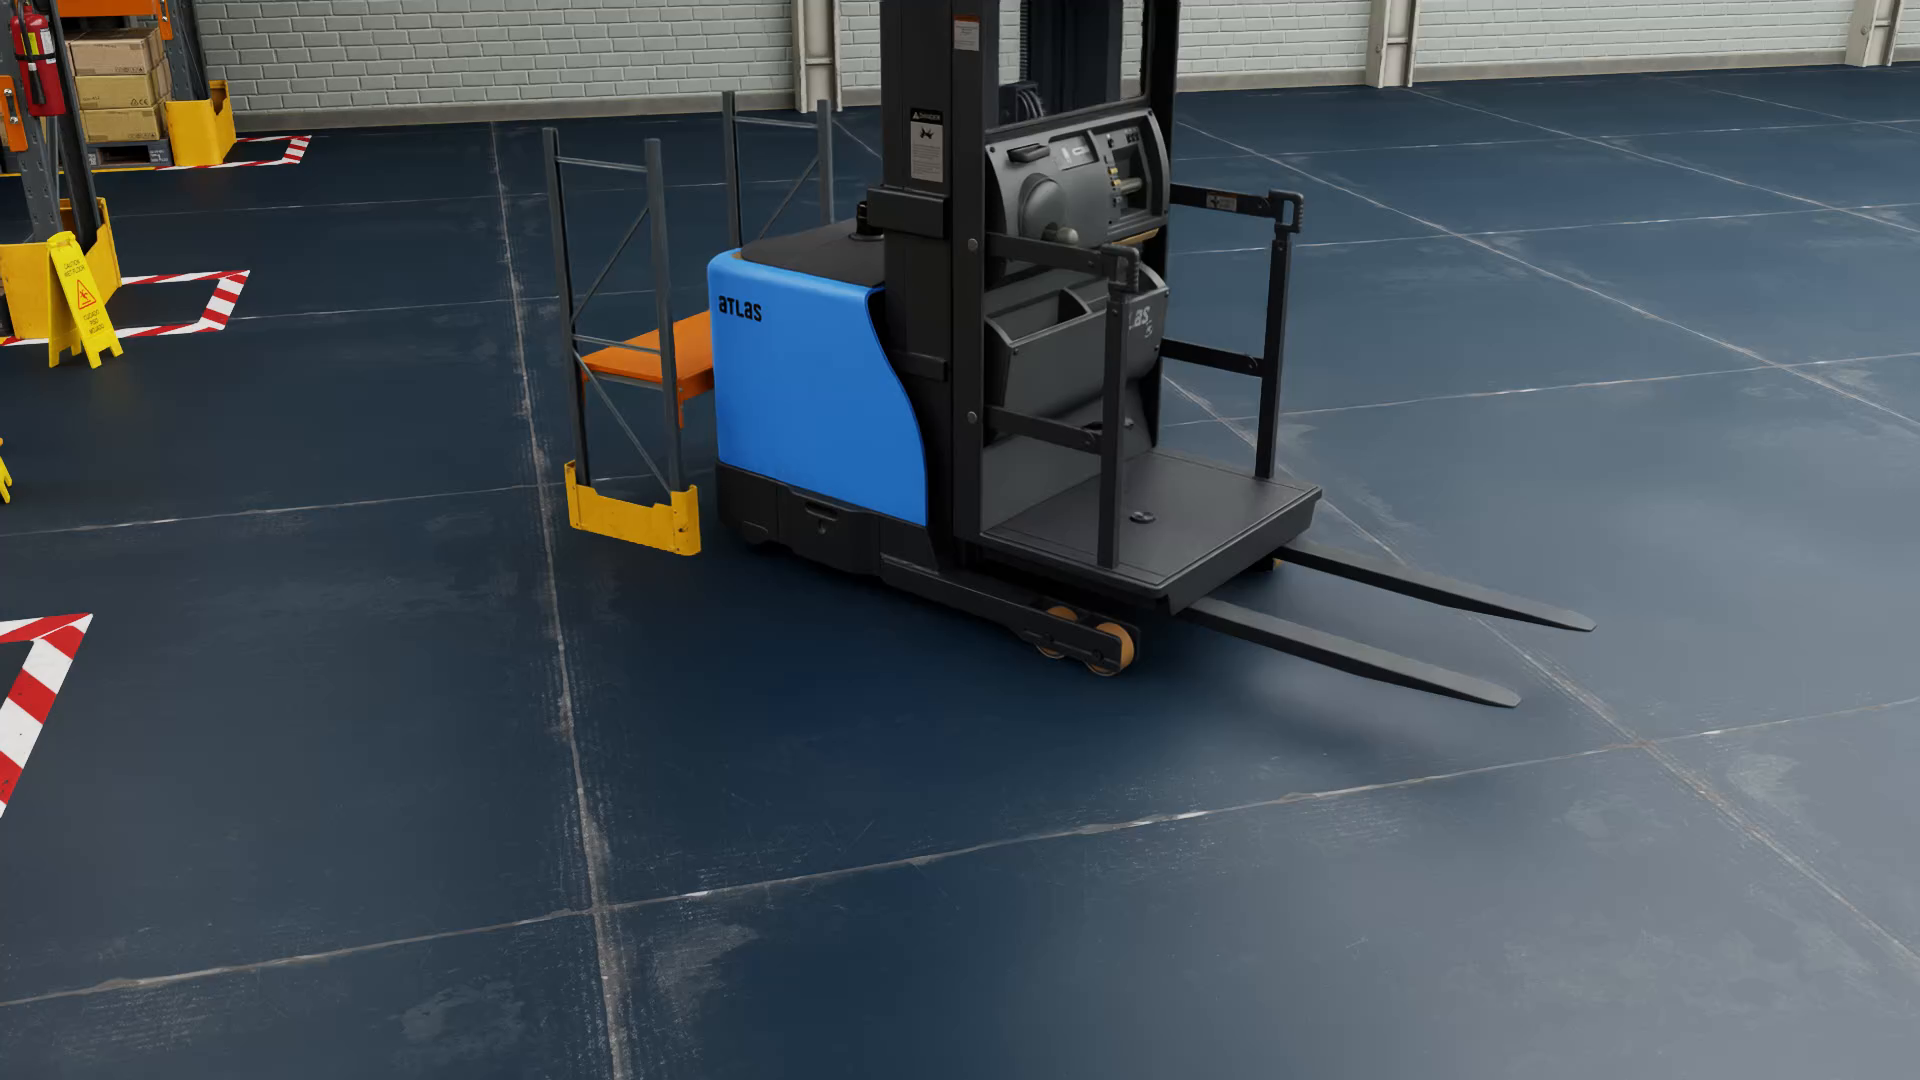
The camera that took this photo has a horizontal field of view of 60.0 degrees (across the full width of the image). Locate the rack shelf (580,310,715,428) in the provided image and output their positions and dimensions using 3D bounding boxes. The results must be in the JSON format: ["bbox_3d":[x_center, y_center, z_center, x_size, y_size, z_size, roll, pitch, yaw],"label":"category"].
[{"bbox_3d":[-0.973,-0.706,6.448,0.538,0.185,1.000,13,26,27],"label":"rack shelf"}]

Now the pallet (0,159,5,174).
[{"bbox_3d":[-8.100,-3.043,13.074,1.213,0.211,1.003,-6,24,-14],"label":"pallet"}]

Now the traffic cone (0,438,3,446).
[{"bbox_3d":[-4.297,-0.580,7.014,0.334,0.463,0.336,-6,24,-14],"label":"traffic cone"}]

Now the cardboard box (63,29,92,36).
[{"bbox_3d":[-7.197,-3.905,13.234,0.500,0.250,0.500,-6,24,-14],"label":"cardboard box"}]

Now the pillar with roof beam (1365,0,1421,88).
[{"bbox_3d":[5.600,-7.219,11.662,0.400,9.000,9.100,-6,24,-14],"label":"pillar with roof beam"}]

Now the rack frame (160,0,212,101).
[{"bbox_3d":[-6.203,-4.550,13.051,0.127,3.000,1.000,-6,24,-14],"label":"rack frame"}]

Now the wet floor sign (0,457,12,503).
[{"bbox_3d":[-3.931,-0.471,6.528,0.232,0.644,0.267,-11,25,-23],"label":"wet floor sign"}]

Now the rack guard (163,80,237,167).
[{"bbox_3d":[-6.179,-3.404,13.550,0.348,0.500,1.175,-6,24,-14],"label":"rack guard"}]

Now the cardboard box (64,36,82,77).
[{"bbox_3d":[-7.052,-3.715,12.791,0.500,0.250,0.500,-6,24,-13],"label":"cardboard box"}]

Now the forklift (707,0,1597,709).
[{"bbox_3d":[0.557,-1.153,5.220,3.031,2.935,1.130,17,29,35],"label":"forklift"}]

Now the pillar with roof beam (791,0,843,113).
[{"bbox_3d":[-0.177,-6.580,10.173,0.400,9.000,9.100,-6,24,-14],"label":"pillar with roof beam"}]

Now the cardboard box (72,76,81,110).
[{"bbox_3d":[-7.073,-3.490,12.899,0.500,0.250,0.500,-7,24,-15],"label":"cardboard box"}]

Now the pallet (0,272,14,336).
[{"bbox_3d":[-5.723,-1.304,9.020,1.213,0.211,1.003,-6,24,-14],"label":"pallet"}]

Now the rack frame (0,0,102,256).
[{"bbox_3d":[-4.858,-2.666,8.660,0.127,3.000,1.000,-6,24,-14],"label":"rack frame"}]

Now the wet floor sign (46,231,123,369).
[{"bbox_3d":[-4.386,-1.198,8.224,0.232,0.644,0.267,2,23,4],"label":"wet floor sign"}]

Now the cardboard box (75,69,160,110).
[{"bbox_3d":[-6.587,-3.539,13.014,0.500,0.250,0.500,-7,24,-15],"label":"cardboard box"}]

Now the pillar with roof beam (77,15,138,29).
[{"bbox_3d":[-5.954,-5.941,8.683,0.400,9.000,9.100,-6,24,-14],"label":"pillar with roof beam"}]

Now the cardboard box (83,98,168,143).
[{"bbox_3d":[-6.570,-3.310,13.114,0.500,0.250,0.500,-6,24,-14],"label":"cardboard box"}]

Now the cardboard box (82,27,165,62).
[{"bbox_3d":[-6.716,-3.960,13.361,0.500,0.250,0.500,-7,24,-15],"label":"cardboard box"}]

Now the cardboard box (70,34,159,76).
[{"bbox_3d":[-6.562,-3.772,12.923,0.500,0.250,0.500,-5,24,-13],"label":"cardboard box"}]

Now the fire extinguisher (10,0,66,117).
[{"bbox_3d":[-4.623,-2.468,8.296,0.183,0.674,0.296,-6,24,-14],"label":"fire extinguisher"}]

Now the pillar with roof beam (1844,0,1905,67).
[{"bbox_3d":[11.377,-7.858,13.152,0.400,9.000,9.100,-6,24,-14],"label":"pillar with roof beam"}]

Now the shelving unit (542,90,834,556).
[{"bbox_3d":[-0.978,-0.868,6.370,0.587,1.500,1.083,13,26,27],"label":"shelving unit"}]

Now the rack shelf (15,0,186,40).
[{"bbox_3d":[-8.128,-4.007,12.696,4.000,0.370,1.077,-6,24,-14],"label":"rack shelf"}]

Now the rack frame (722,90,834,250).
[{"bbox_3d":[-0.719,-1.045,6.781,0.500,1.500,0.032,13,26,27],"label":"rack frame"}]

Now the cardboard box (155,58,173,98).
[{"bbox_3d":[-6.711,-3.738,13.479,0.500,0.250,0.500,-6,24,-13],"label":"cardboard box"}]

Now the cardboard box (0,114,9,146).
[{"bbox_3d":[-7.535,-3.211,12.883,0.500,0.250,0.500,-6,24,-14],"label":"cardboard box"}]

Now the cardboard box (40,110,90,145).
[{"bbox_3d":[-7.051,-3.260,12.999,0.500,0.250,0.500,-6,24,-14],"label":"cardboard box"}]

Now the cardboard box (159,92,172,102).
[{"bbox_3d":[-6.728,-3.502,13.561,0.500,0.250,0.500,-6,24,-14],"label":"cardboard box"}]

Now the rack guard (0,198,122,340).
[{"bbox_3d":[-4.931,-1.509,9.134,0.348,0.500,1.175,-6,24,-14],"label":"rack guard"}]

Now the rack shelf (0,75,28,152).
[{"bbox_3d":[-6.784,-2.123,8.305,4.000,0.370,1.077,-6,24,-14],"label":"rack shelf"}]

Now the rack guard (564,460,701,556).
[{"bbox_3d":[-1.227,-0.123,6.219,0.587,0.250,0.087,13,26,27],"label":"rack guard"}]

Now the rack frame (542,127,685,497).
[{"bbox_3d":[-1.228,-0.698,5.972,0.500,1.500,0.032,13,26,27],"label":"rack frame"}]

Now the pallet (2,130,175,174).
[{"bbox_3d":[-6.928,-3.172,13.374,1.213,0.211,1.003,-6,24,-14],"label":"pallet"}]
